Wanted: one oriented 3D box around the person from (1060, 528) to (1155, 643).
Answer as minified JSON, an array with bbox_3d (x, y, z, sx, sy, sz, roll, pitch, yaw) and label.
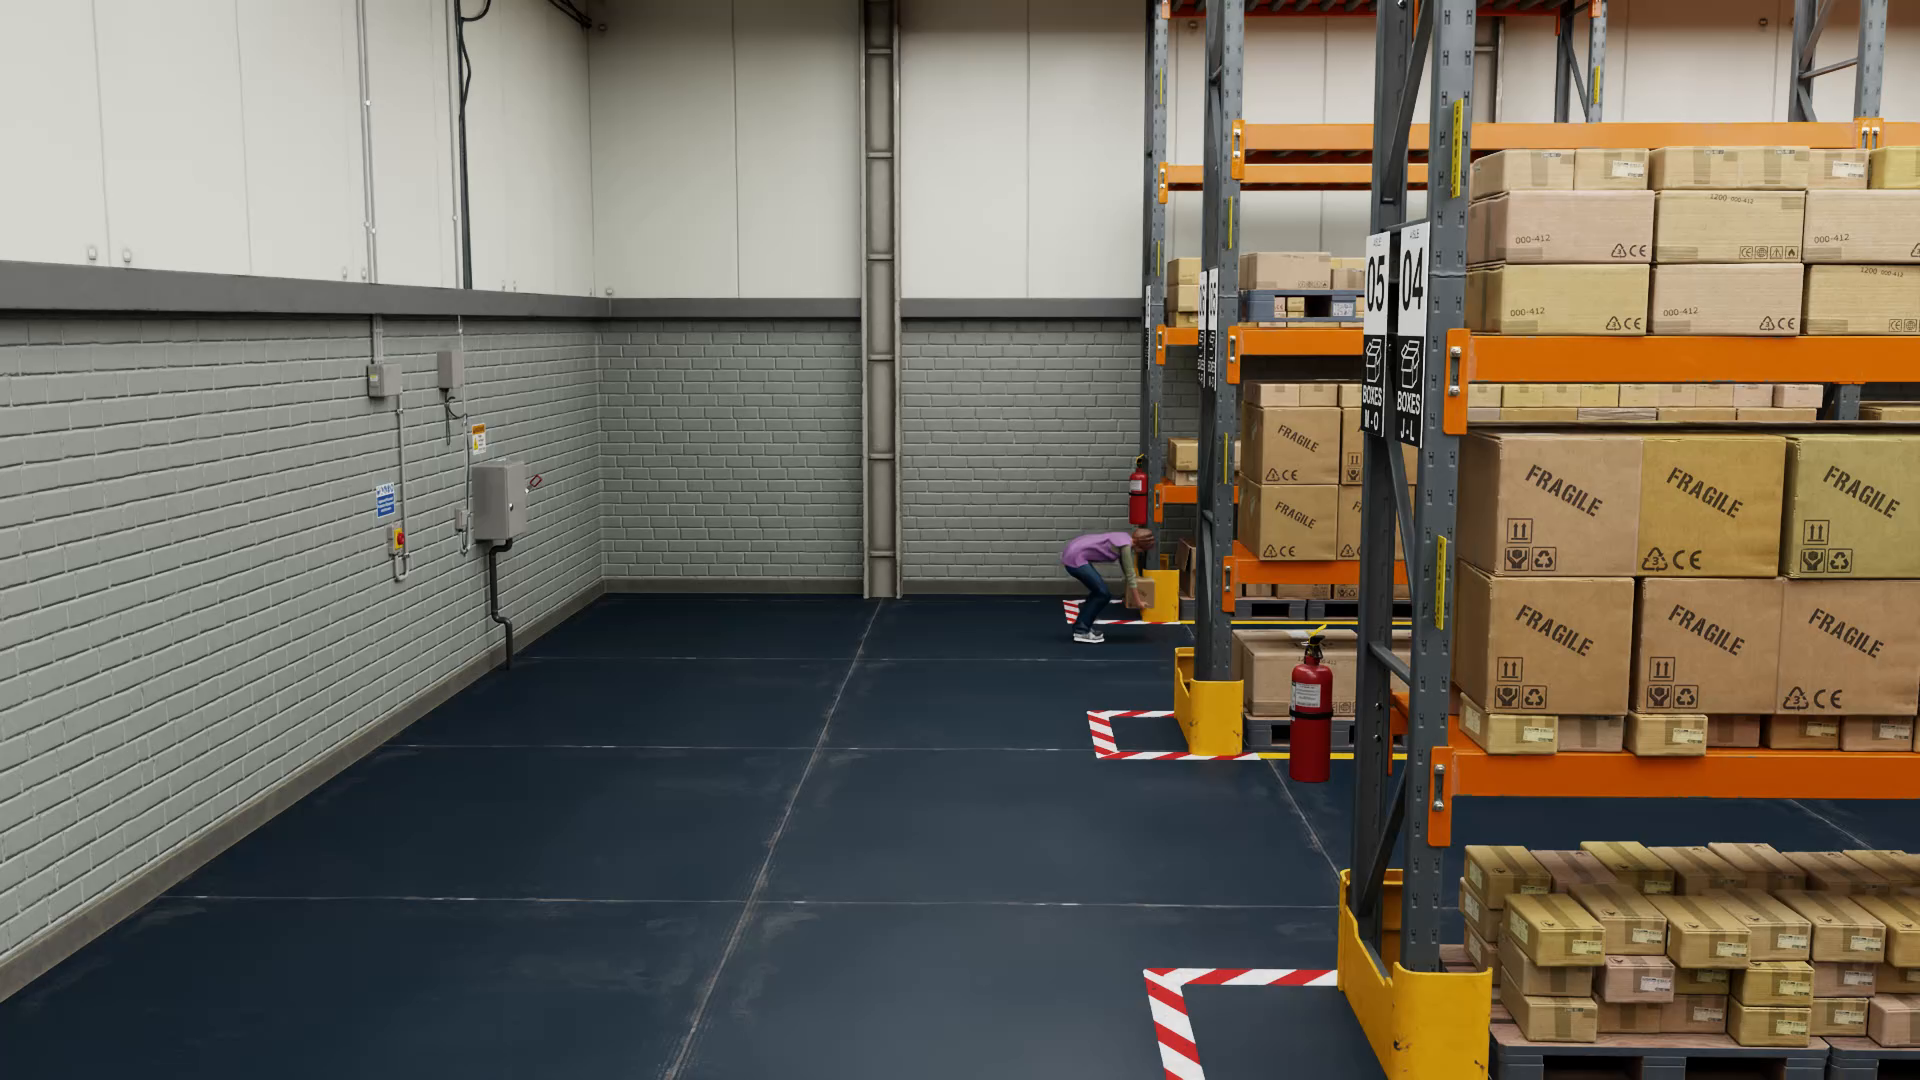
[{"bbox_3d":[1.329,0.404,14.977,0.857,1.016,0.416,0,7,-2],"label":"person"}]
